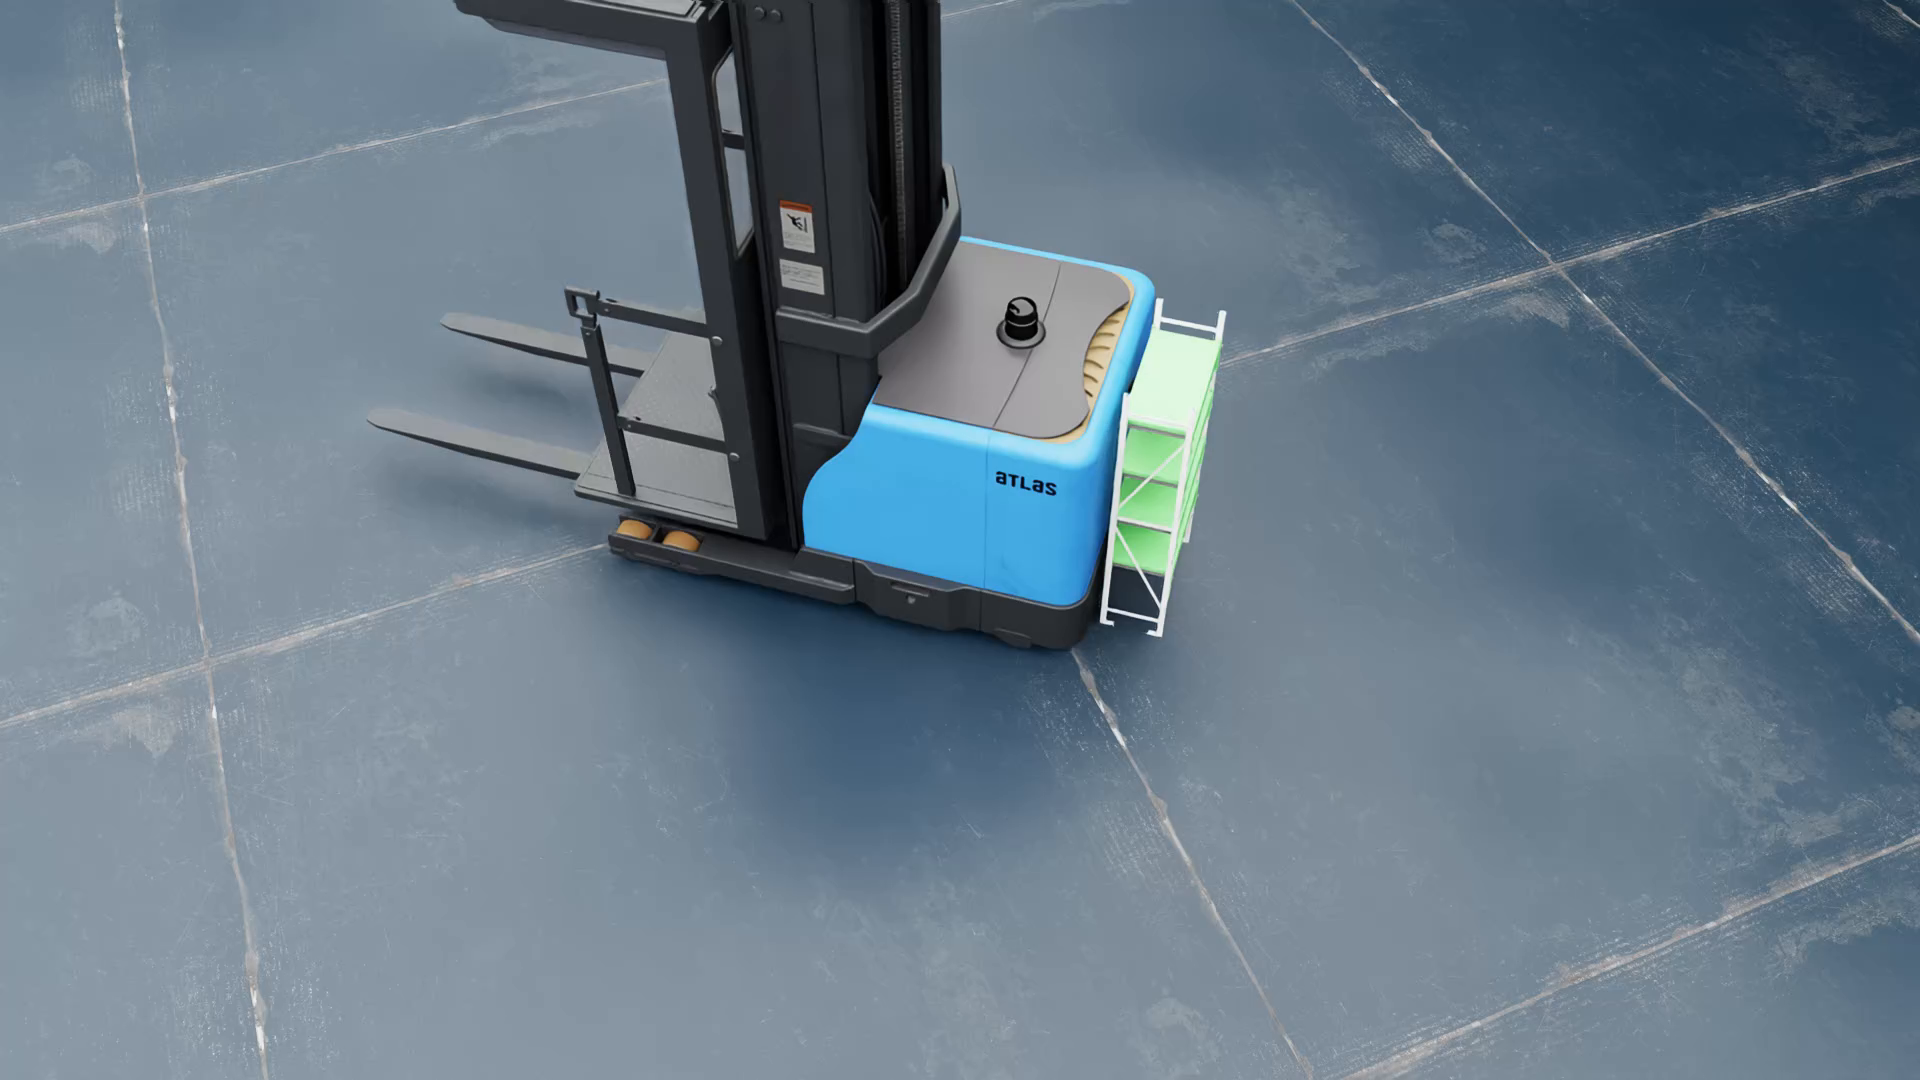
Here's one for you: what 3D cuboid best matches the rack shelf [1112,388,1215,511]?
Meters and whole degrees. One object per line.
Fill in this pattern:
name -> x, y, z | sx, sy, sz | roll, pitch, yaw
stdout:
rack shelf -> 0.720, -0.347, 5.866 | 0.258, 0.148, 0.480 | 13, 51, 11

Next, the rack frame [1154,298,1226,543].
rack frame -> 0.792, -0.409, 6.151 | 0.240, 1.200, 0.015 | 13, 51, 11

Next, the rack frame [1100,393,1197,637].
rack frame -> 0.648, -0.055, 5.847 | 0.240, 1.200, 0.015 | 13, 51, 11

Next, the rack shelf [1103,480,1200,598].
rack shelf -> 0.720, -0.034, 6.230 | 0.258, 0.148, 0.480 | 13, 51, 11

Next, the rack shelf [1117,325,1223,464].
rack shelf -> 0.720, -0.503, 5.683 | 0.258, 0.148, 0.480 | 13, 51, 11

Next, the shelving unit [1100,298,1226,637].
shelving unit -> 0.720, -0.232, 5.999 | 0.258, 1.200, 0.503 | 13, 51, 11

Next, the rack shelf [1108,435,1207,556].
rack shelf -> 0.720, -0.191, 6.048 | 0.258, 0.148, 0.480 | 13, 51, 11

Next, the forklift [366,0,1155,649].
forklift -> -0.856, -1.201, 5.690 | 3.031, 2.935, 1.130 | 13, 51, 11
